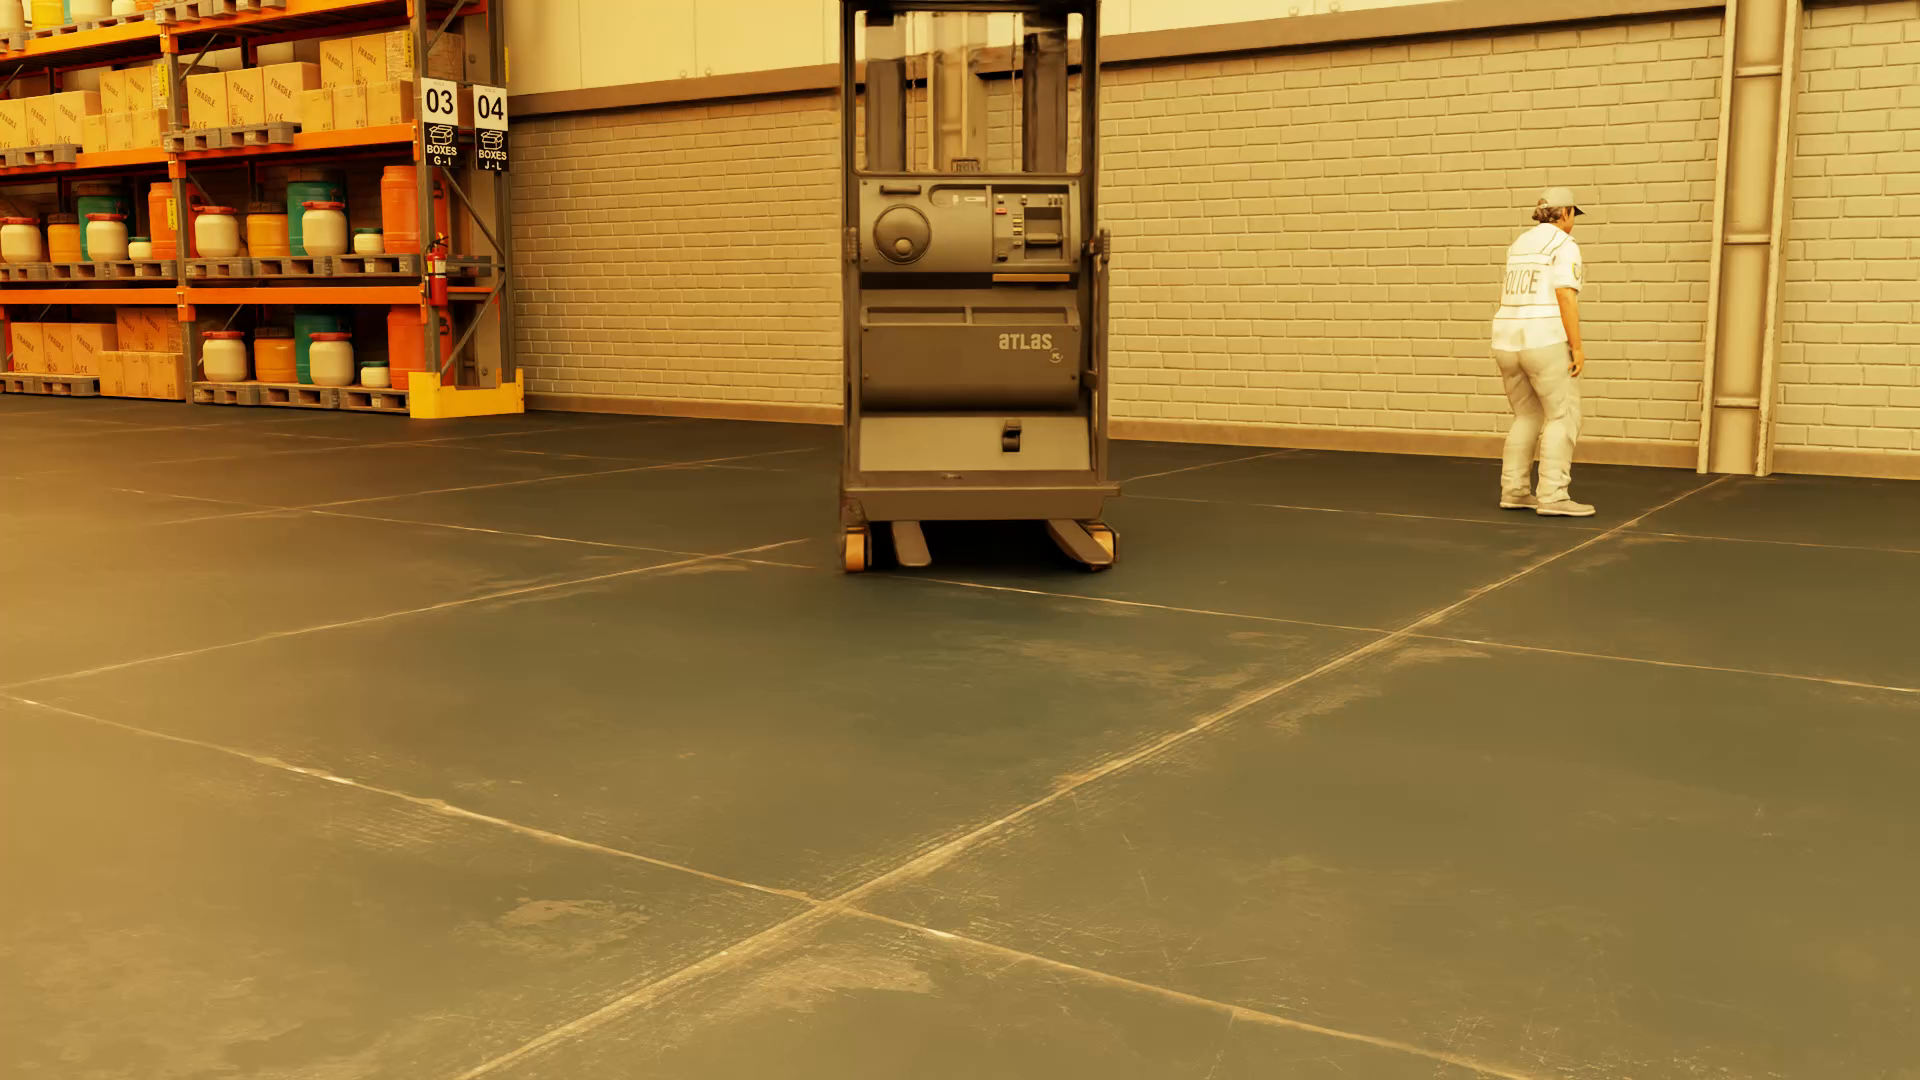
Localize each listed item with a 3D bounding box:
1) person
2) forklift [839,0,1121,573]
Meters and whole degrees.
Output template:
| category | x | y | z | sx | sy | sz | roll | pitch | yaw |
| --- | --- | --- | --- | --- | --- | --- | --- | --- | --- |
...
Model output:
| category | x | y | z | sx | sy | sz | roll | pitch | yaw |
| --- | --- | --- | --- | --- | --- | --- | --- | --- | --- |
| person | 3.010 | -0.973 | 8.540 | 0.467 | 1.665 | 0.557 | -3 | 9 | -21 |
| forklift | 0.058 | -1.364 | 6.786 | 1.130 | 2.935 | 3.031 | -1 | 8 | -4 |
